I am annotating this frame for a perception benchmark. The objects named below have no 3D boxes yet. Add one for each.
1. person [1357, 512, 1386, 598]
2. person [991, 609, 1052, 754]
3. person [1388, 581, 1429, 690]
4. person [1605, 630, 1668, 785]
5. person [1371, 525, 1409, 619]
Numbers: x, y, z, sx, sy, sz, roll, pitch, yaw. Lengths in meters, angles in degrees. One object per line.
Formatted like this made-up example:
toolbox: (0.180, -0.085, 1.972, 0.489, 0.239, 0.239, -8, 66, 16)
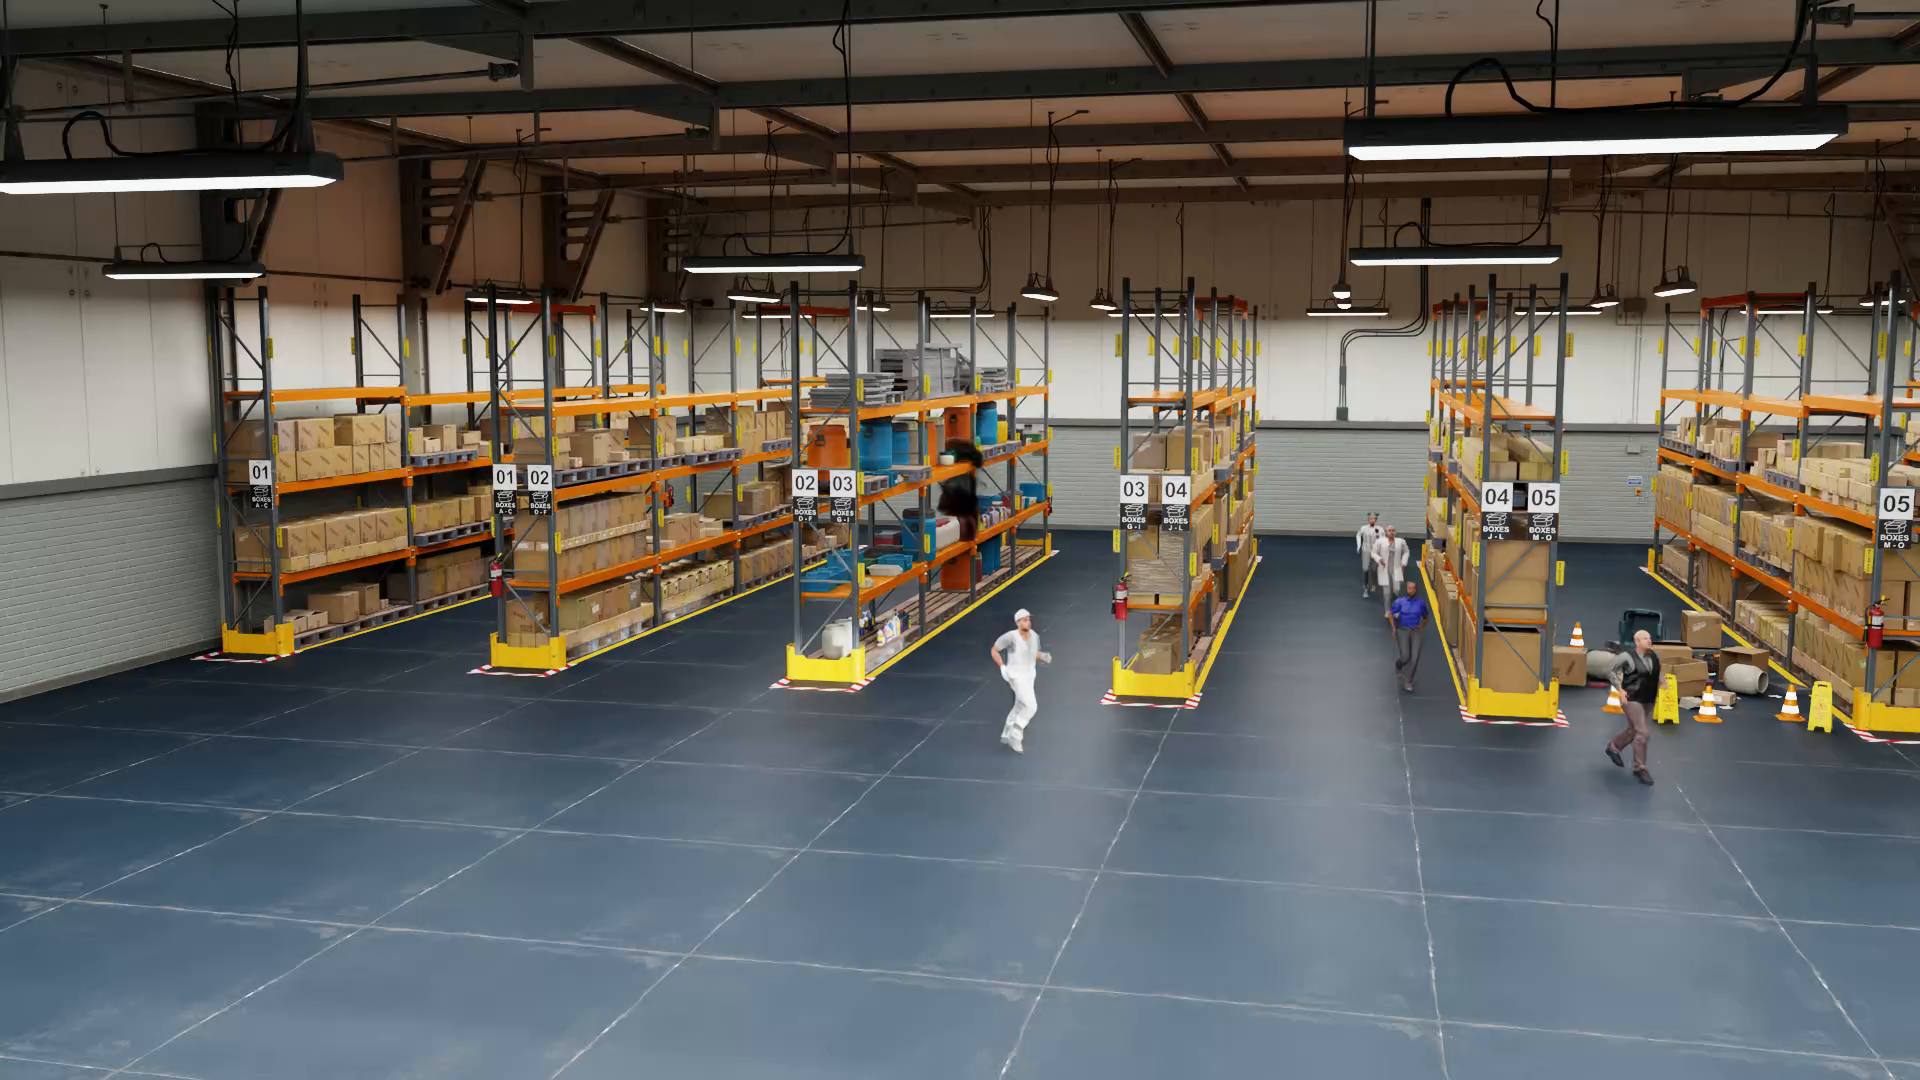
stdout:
person: (8.340, 0.288, 33.742, 0.583, 1.750, 0.761, 2, 7, 13)
person: (0.803, 1.754, 20.735, 0.709, 1.806, 0.620, 6, 9, 44)
person: (6.614, 1.404, 24.470, 0.574, 1.612, 0.558, 0, 7, 4)
person: (7.915, 1.911, 19.492, 0.656, 1.756, 0.836, -3, 7, -25)
person: (7.964, 0.595, 30.804, 0.706, 1.753, 0.679, 1, 7, 12)
